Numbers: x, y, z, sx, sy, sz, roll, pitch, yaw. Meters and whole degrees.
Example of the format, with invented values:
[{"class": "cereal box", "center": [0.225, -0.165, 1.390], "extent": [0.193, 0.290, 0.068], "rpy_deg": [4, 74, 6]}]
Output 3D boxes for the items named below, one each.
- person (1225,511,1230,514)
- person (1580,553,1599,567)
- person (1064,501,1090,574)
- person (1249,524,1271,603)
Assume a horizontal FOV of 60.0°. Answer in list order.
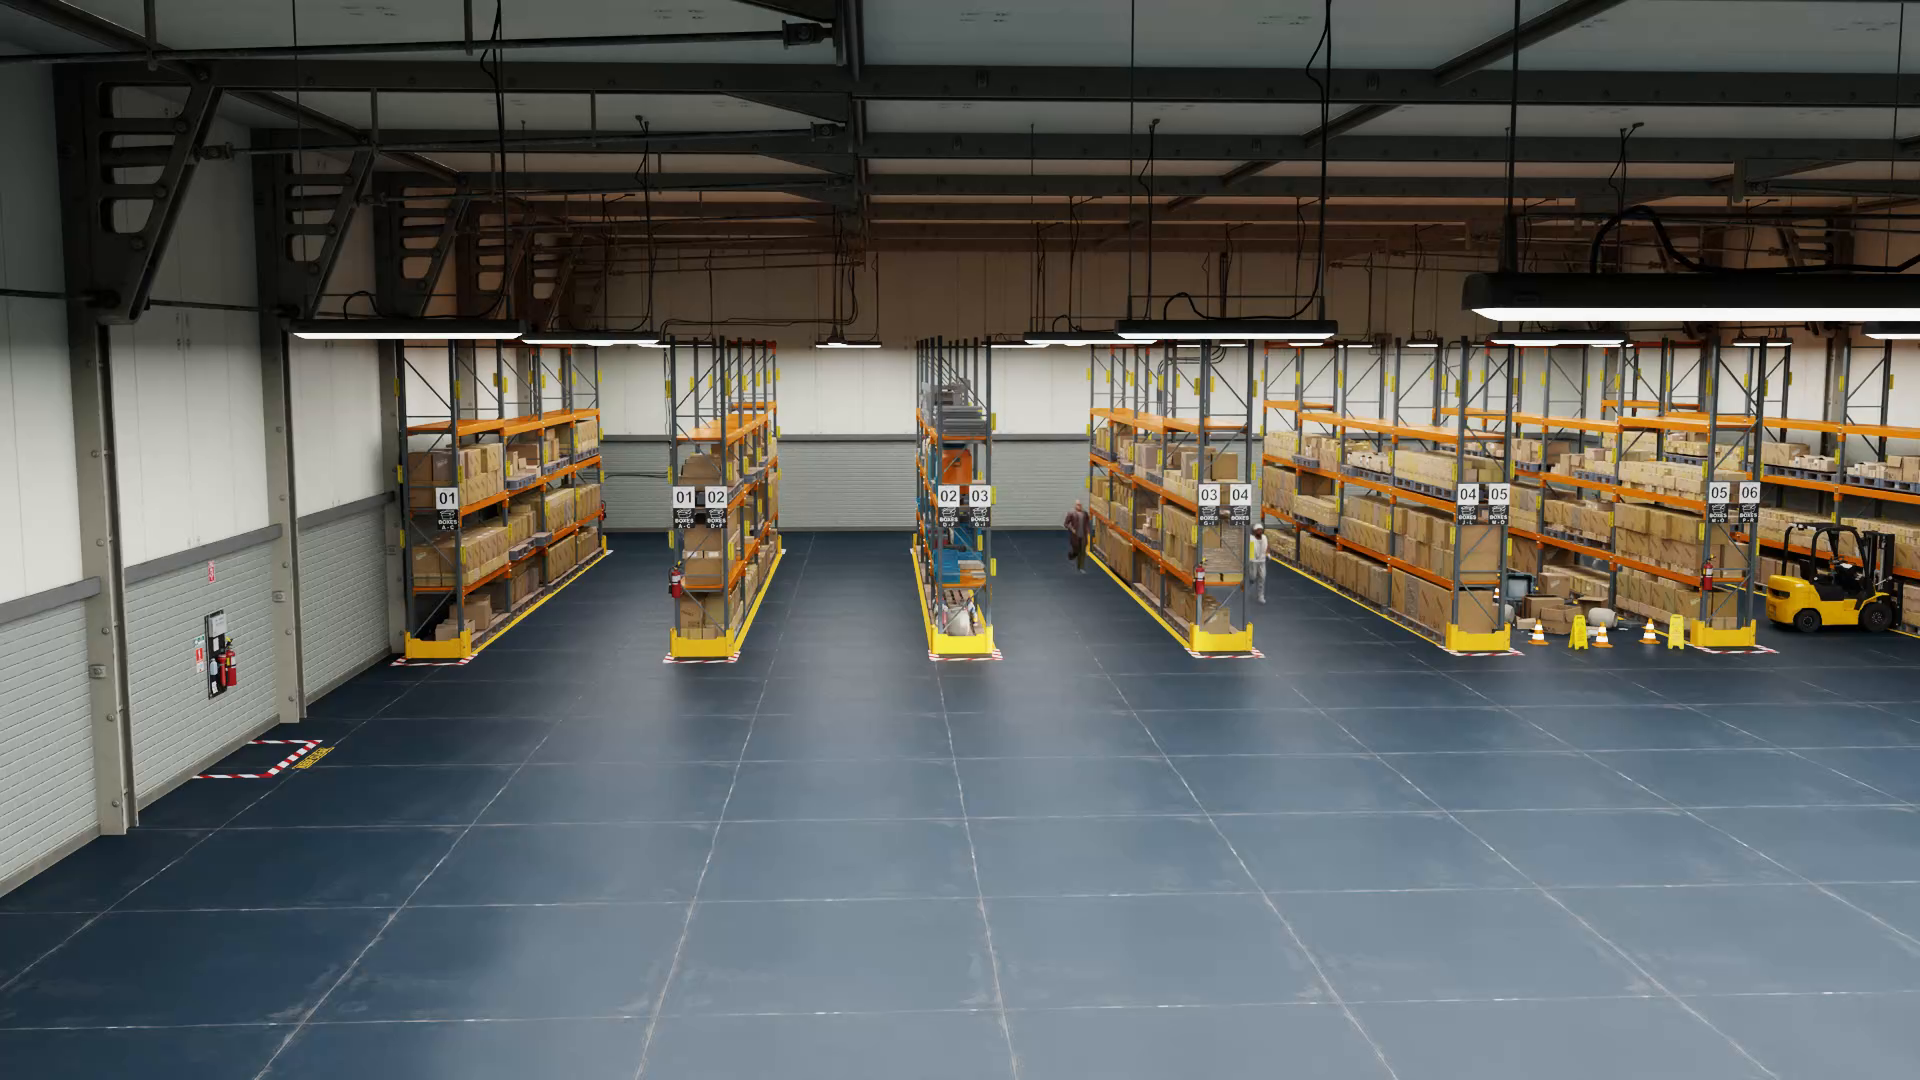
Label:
[{"class": "person", "center": [7.487, -0.343, 46.304], "extent": [0.617, 1.660, 0.556], "rpy_deg": [0, 7, -4]}, {"class": "person", "center": [16.300, 0.022, 43.215], "extent": [0.575, 1.666, 0.797], "rpy_deg": [-2, 7, -16]}, {"class": "person", "center": [2.913, -0.085, 40.950], "extent": [0.712, 1.778, 0.918], "rpy_deg": [-2, 7, -14]}, {"class": "person", "center": [6.803, 0.513, 38.120], "extent": [0.708, 1.789, 0.852], "rpy_deg": [-2, 7, -16]}]
